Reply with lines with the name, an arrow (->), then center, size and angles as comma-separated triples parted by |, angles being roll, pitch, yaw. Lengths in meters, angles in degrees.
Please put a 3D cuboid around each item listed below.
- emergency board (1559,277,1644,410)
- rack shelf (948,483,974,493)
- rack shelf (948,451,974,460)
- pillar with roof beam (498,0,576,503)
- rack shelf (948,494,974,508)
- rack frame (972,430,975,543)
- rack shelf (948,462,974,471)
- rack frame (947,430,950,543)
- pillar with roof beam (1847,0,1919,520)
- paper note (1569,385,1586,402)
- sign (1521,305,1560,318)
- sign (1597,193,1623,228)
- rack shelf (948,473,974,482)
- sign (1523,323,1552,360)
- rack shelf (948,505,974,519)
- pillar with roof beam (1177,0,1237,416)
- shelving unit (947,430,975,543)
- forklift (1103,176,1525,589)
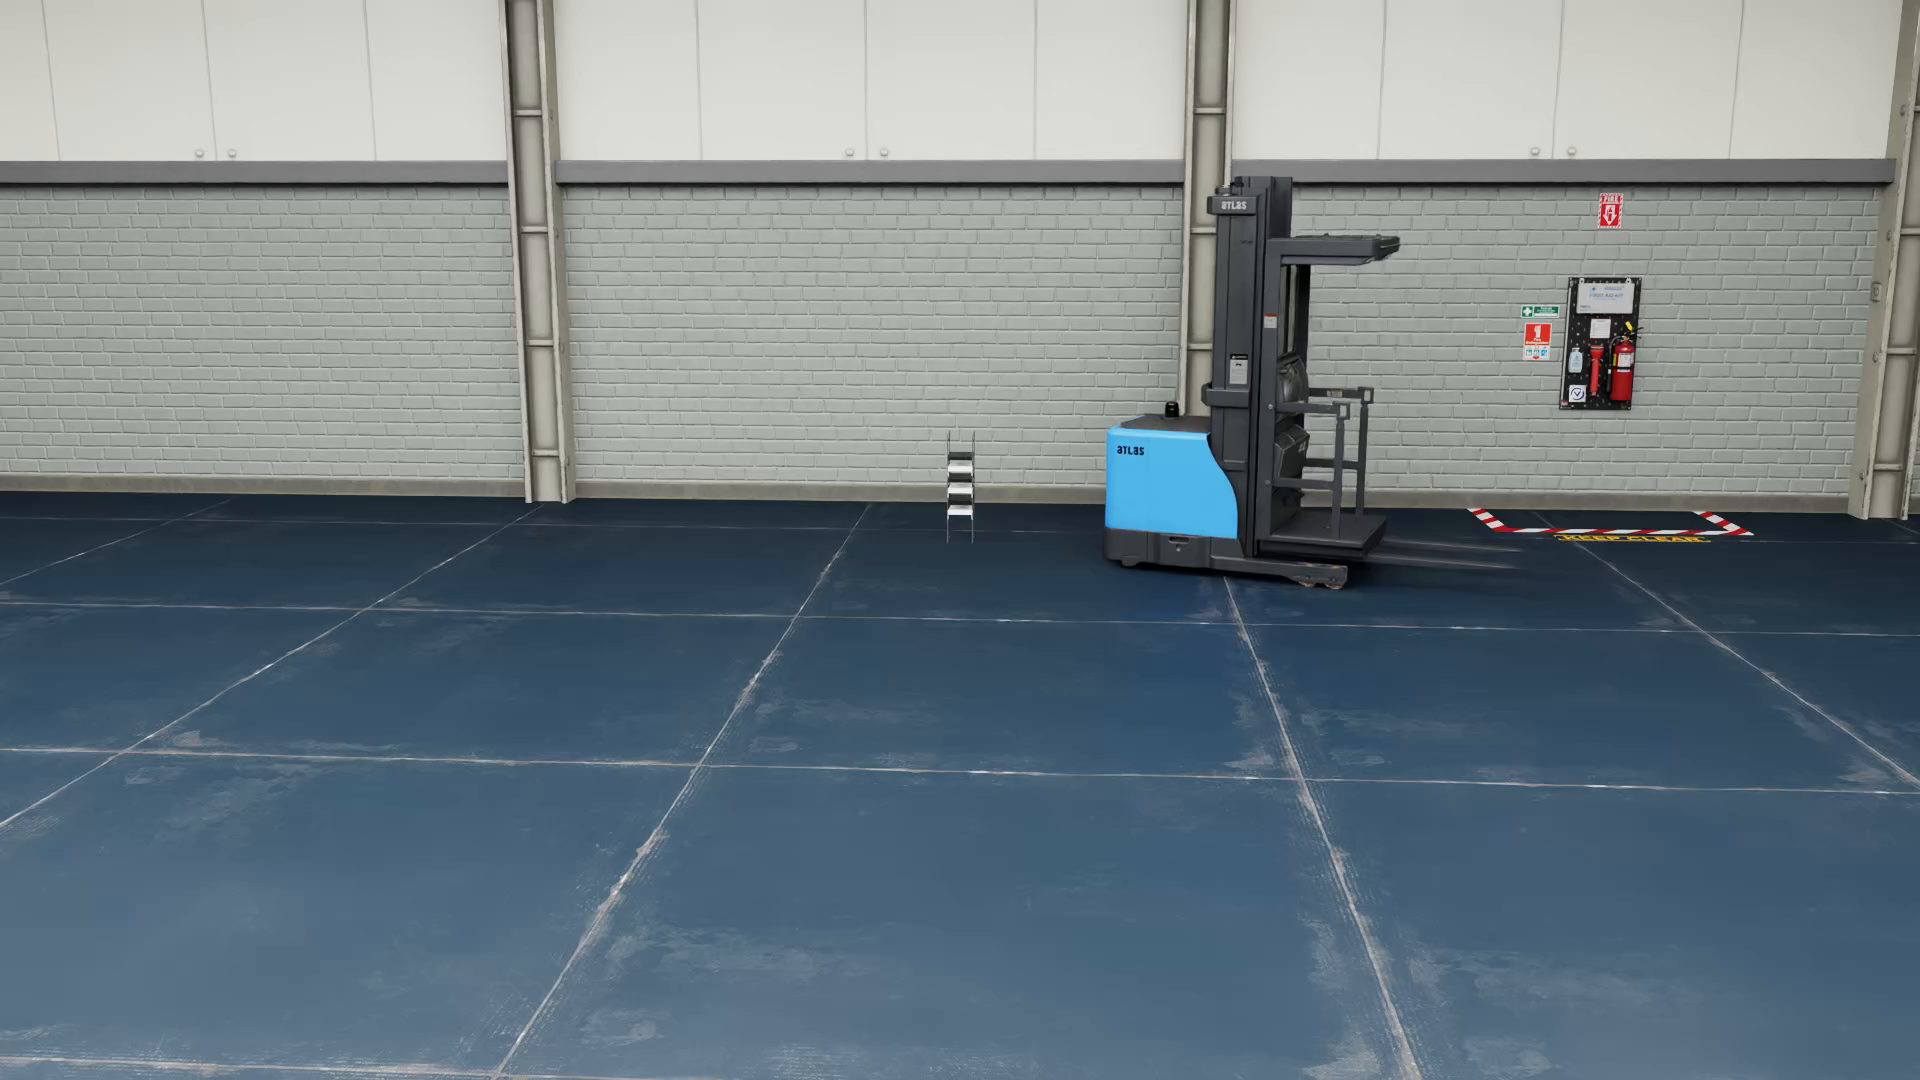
emergency board -> 5.685, -1.722, 14.674 | 0.643, 1.169, 0.194 | 1, 12, 4
rack shelf -> 0.008, -0.408, 13.682 | 0.200, 0.077, 0.258 | 1, 12, 4
rack shelf -> 0.008, -0.672, 13.627 | 0.200, 0.077, 0.258 | 1, 12, 4
pillar with roof beam -> -4.113, -3.901, 10.441 | 0.400, 9.000, 9.100 | 1, 12, 4
rack shelf -> 0.008, -0.320, 13.701 | 0.200, 0.077, 0.258 | 1, 12, 4
rack frame -> 0.110, -0.439, 13.669 | 0.006, 0.900, 0.240 | 1, 12, 4
rack shelf -> 0.008, -0.584, 13.645 | 0.200, 0.077, 0.258 | 1, 12, 4
rack frame -> -0.093, -0.442, 13.682 | 0.006, 0.900, 0.240 | 1, 12, 4
pillar with roof beam -> 7.860, -3.737, 9.656 | 0.400, 9.000, 9.100 | 1, 12, 4
paper note -> 5.513, -1.307, 14.843 | 0.142, 0.148, 0.016 | 1, 12, 4
sign -> 5.144, -2.026, 14.744 | 0.331, 0.109, 0.001 | 1, 12, 4
sign -> 5.684, -2.877, 14.534 | 0.199, 0.298, 0.001 | 1, 12, 4
rack shelf -> 0.008, -0.496, 13.664 | 0.200, 0.077, 0.258 | 1, 12, 4
sign -> 5.140, -1.768, 14.807 | 0.234, 0.329, 0.001 | 1, 12, 4
rack shelf -> 0.008, -0.232, 13.719 | 0.200, 0.077, 0.258 | 1, 12, 4
pillar with roof beam -> 1.874, -3.819, 10.049 | 0.400, 9.000, 9.100 | 1, 12, 4
shelving unit -> 0.008, -0.440, 13.675 | 0.210, 0.900, 0.258 | 1, 12, 4
forklift -> 2.664, -1.202, 12.354 | 3.031, 2.935, 1.130 | 5, 13, 23
